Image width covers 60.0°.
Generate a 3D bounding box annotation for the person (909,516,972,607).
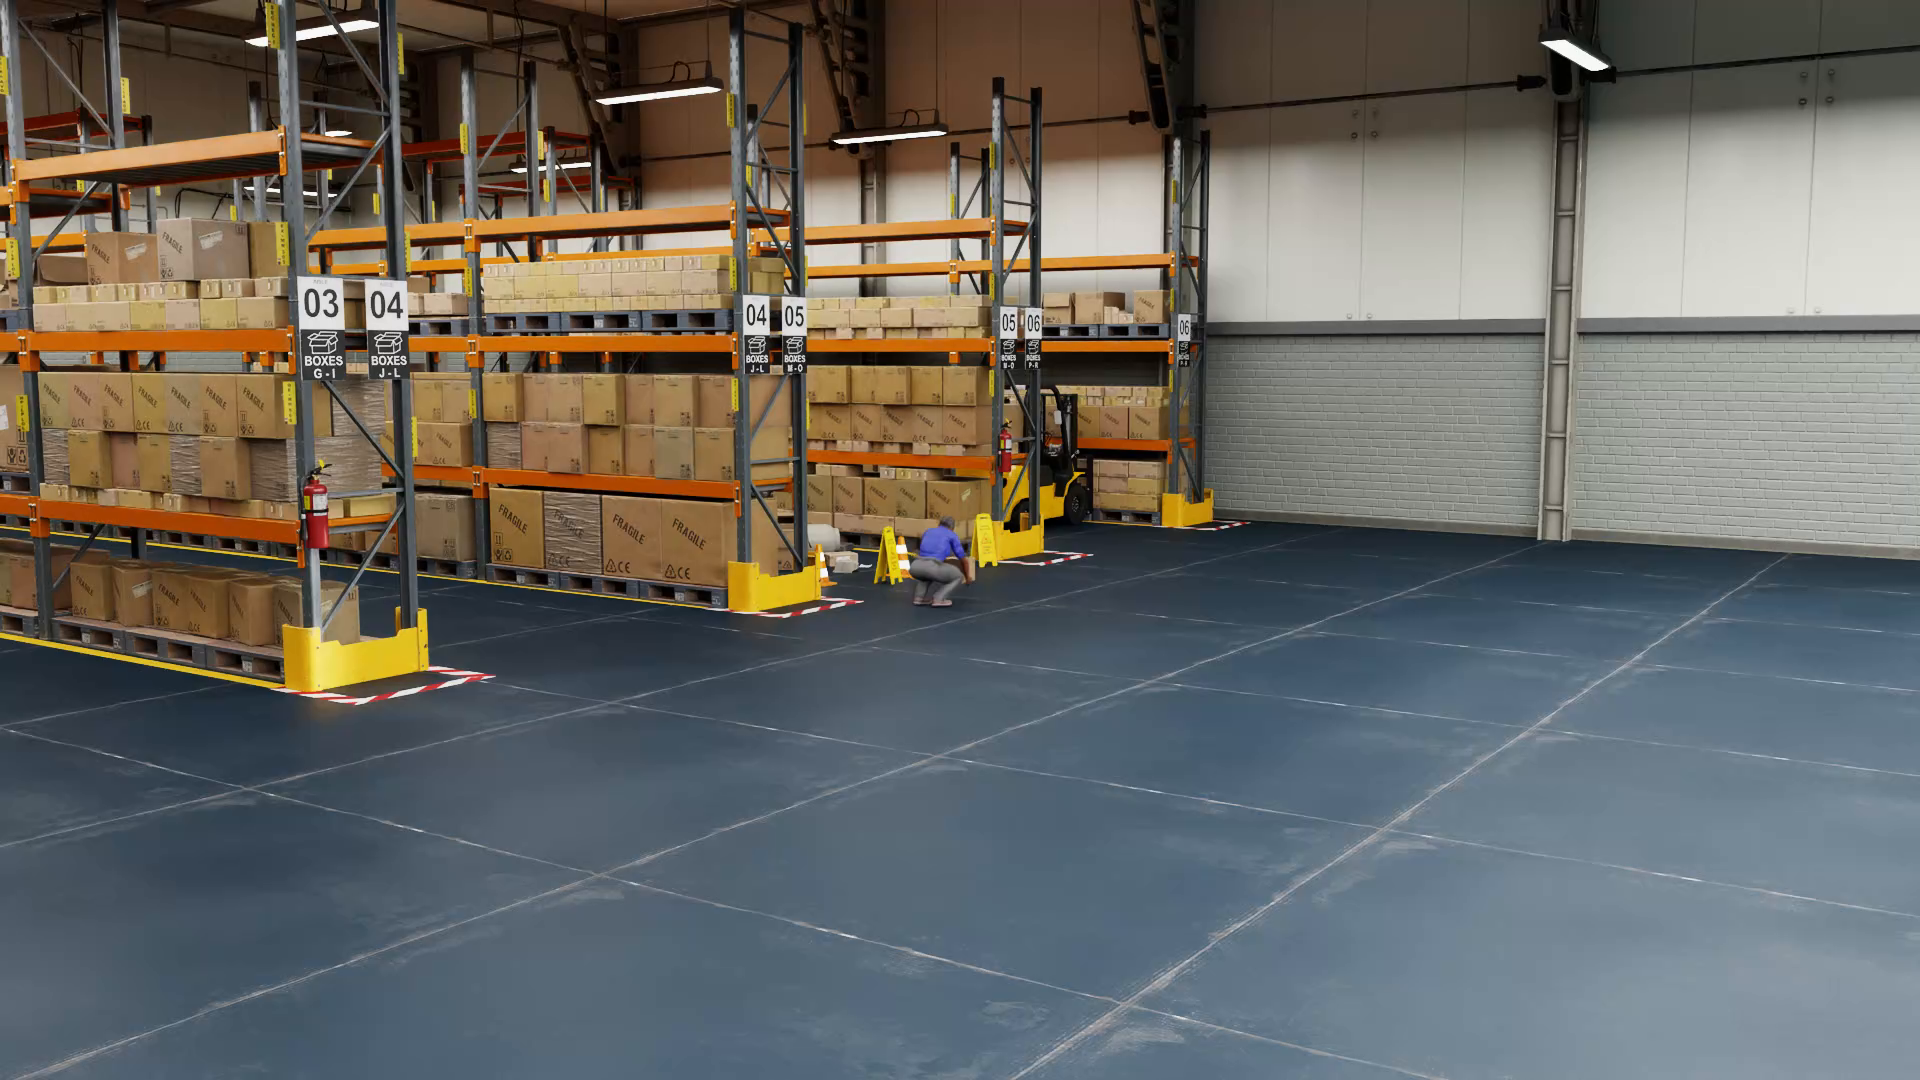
[{"bbox_3d":[-0.217,0.219,17.462,0.501,0.915,0.830,4,8,34],"label":"person"}]
